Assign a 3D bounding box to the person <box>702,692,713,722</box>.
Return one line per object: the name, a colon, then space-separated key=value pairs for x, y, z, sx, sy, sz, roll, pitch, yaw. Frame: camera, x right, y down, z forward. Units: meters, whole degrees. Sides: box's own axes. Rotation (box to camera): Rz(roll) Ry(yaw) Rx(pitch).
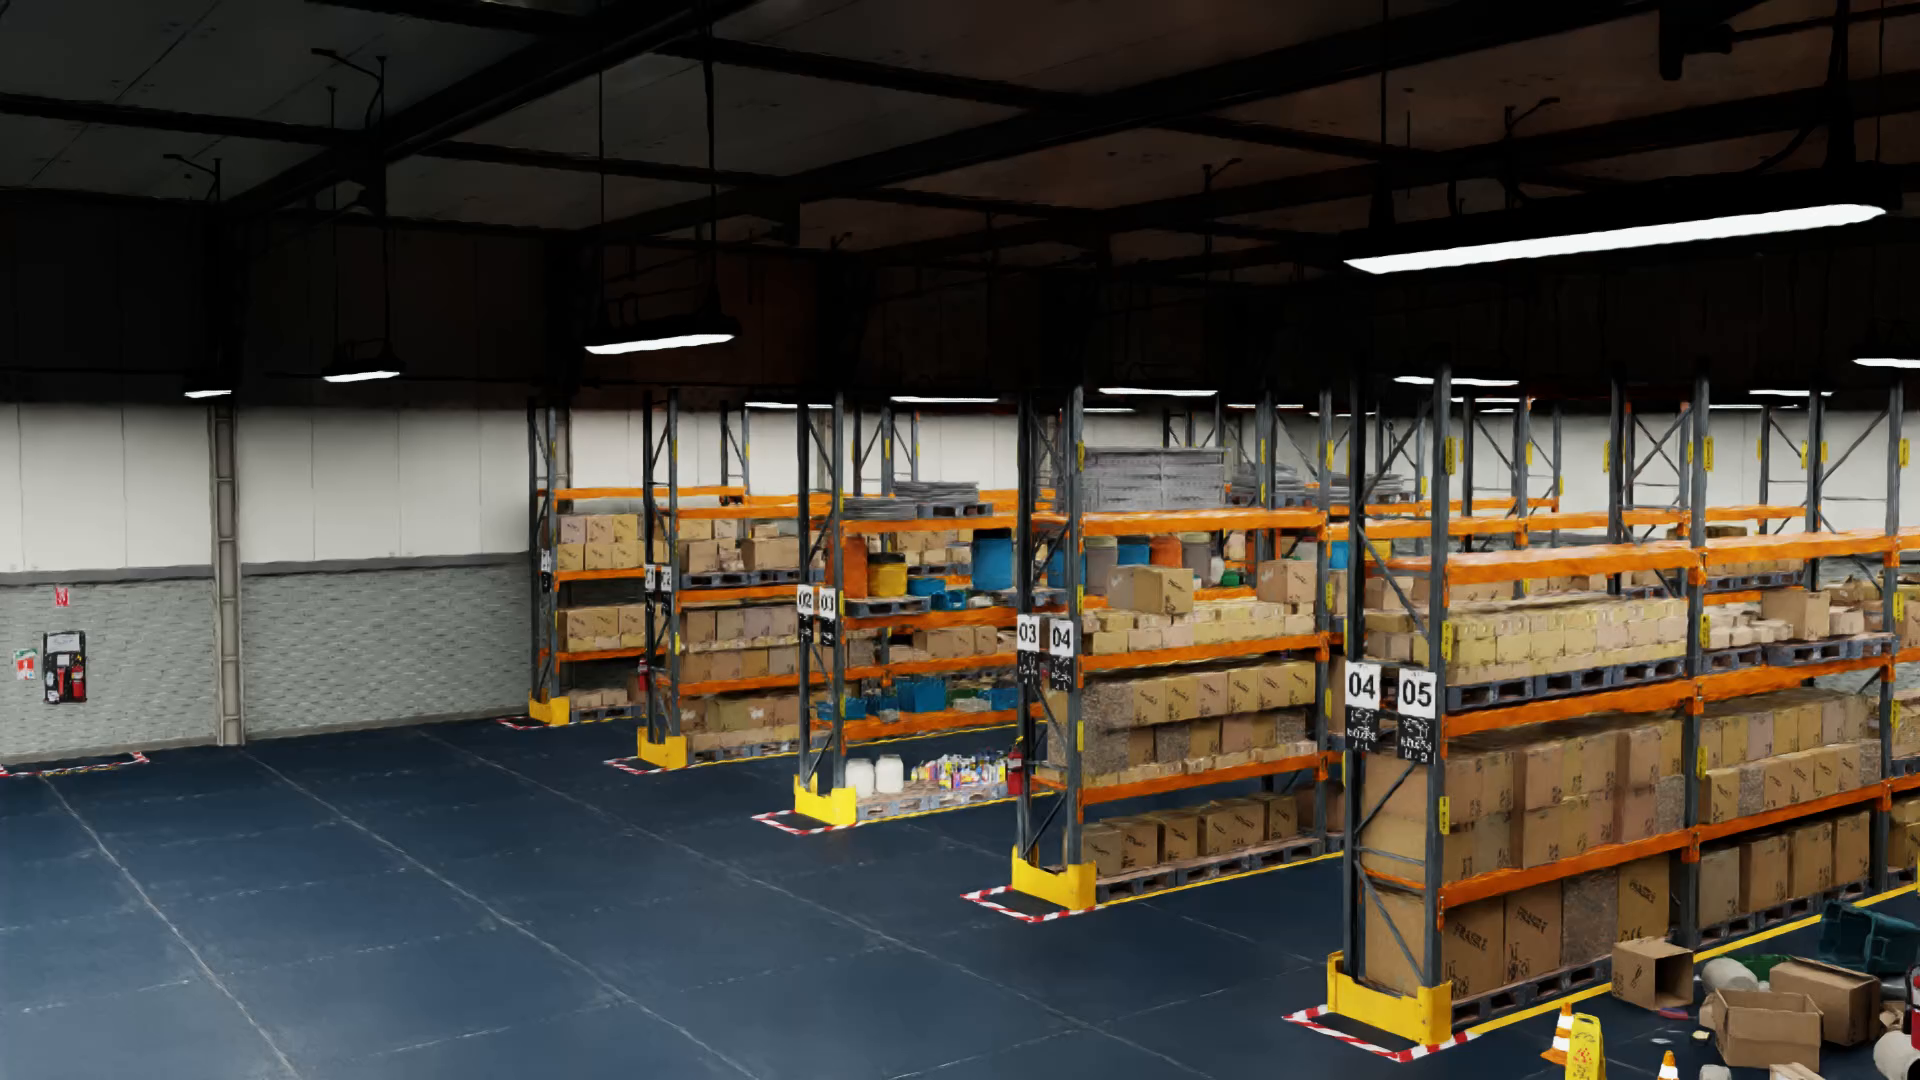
person: x=-4.588 y=2.564 z=30.288 sx=0.625 sy=1.608 sz=0.815 roll=2 pitch=4 yaw=36
